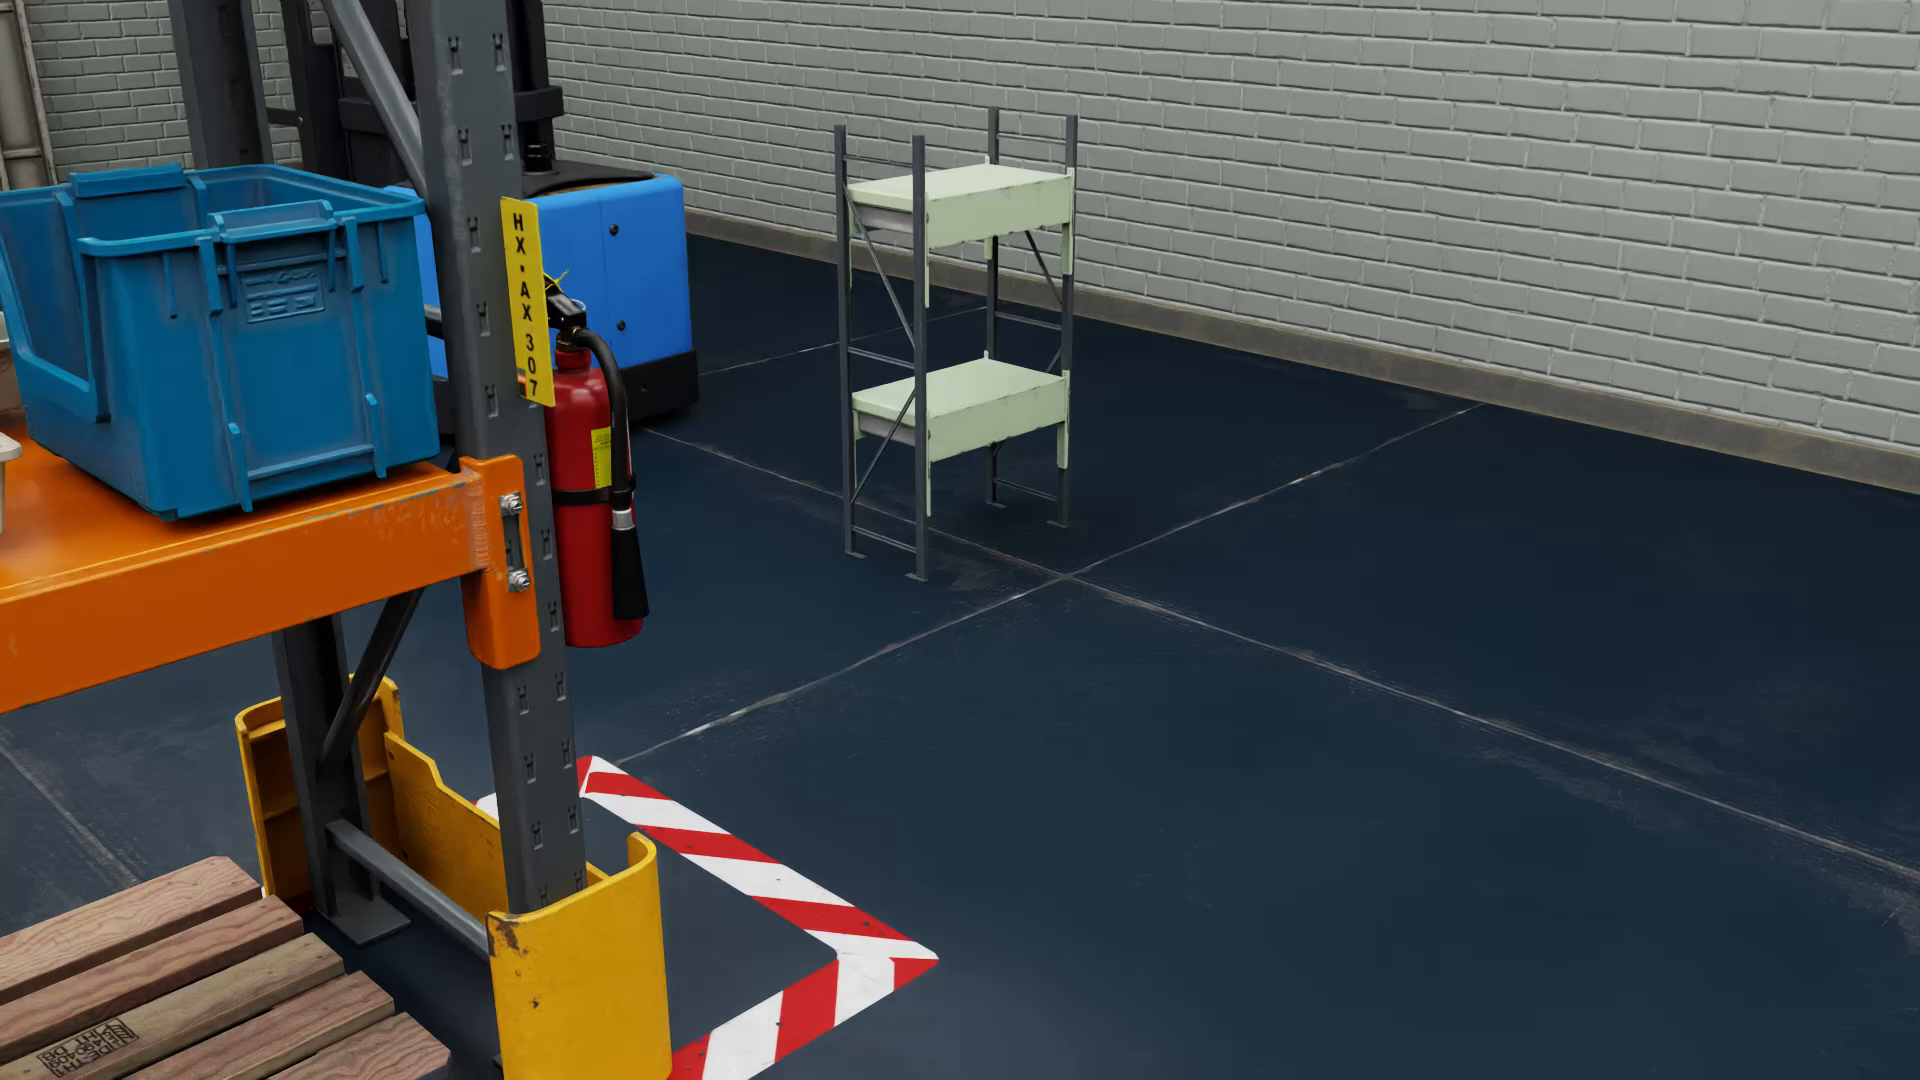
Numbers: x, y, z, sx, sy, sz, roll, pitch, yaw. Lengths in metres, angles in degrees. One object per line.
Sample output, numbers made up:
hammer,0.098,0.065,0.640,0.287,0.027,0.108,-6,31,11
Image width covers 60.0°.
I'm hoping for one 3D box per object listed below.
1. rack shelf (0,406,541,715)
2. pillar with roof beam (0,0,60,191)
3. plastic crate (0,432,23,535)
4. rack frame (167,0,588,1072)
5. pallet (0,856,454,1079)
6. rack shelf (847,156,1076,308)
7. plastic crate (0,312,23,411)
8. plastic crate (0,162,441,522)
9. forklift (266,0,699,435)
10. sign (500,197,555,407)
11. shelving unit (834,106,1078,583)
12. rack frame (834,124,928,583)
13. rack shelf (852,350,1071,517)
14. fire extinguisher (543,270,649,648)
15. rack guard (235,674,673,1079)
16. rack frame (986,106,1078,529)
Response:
rack shelf,-2.488,0.415,1.816,1.077,0.370,4.000,19,28,41
pillar with roof beam,-3.843,-5.547,7.964,9.100,9.000,0.400,19,28,41
plastic crate,-1.532,-0.084,2.397,0.396,0.136,0.243,19,28,41
rack frame,-1.093,-0.434,3.024,1.000,3.000,0.127,19,28,41
pallet,-1.696,1.069,2.998,1.003,0.211,1.213,19,28,41
rack shelf,-0.005,-1.063,5.661,0.431,0.370,0.720,19,28,41
plastic crate,-1.784,-0.297,2.949,0.250,0.136,0.298,19,28,41
plastic crate,-1.193,-0.346,2.661,0.616,0.435,0.499,19,28,41
forklift,-2.644,-2.133,7.540,3.031,2.935,1.130,16,26,36
sign,-0.688,-0.377,2.647,0.100,0.325,0.005,19,28,41
shelving unit,-0.005,-0.698,5.801,0.431,1.500,0.755,19,28,41
rack frame,-0.260,-0.604,5.556,0.400,1.500,0.023,19,28,41
rack shelf,-0.005,-0.394,5.918,0.431,0.370,0.720,19,28,41
fire extinguisher,-0.662,-0.149,2.910,0.296,0.674,0.183,19,28,41
rack guard,-1.086,0.723,3.497,1.175,0.500,0.348,19,28,41
rack frame,0.251,-0.792,6.046,0.400,1.500,0.023,19,28,41
